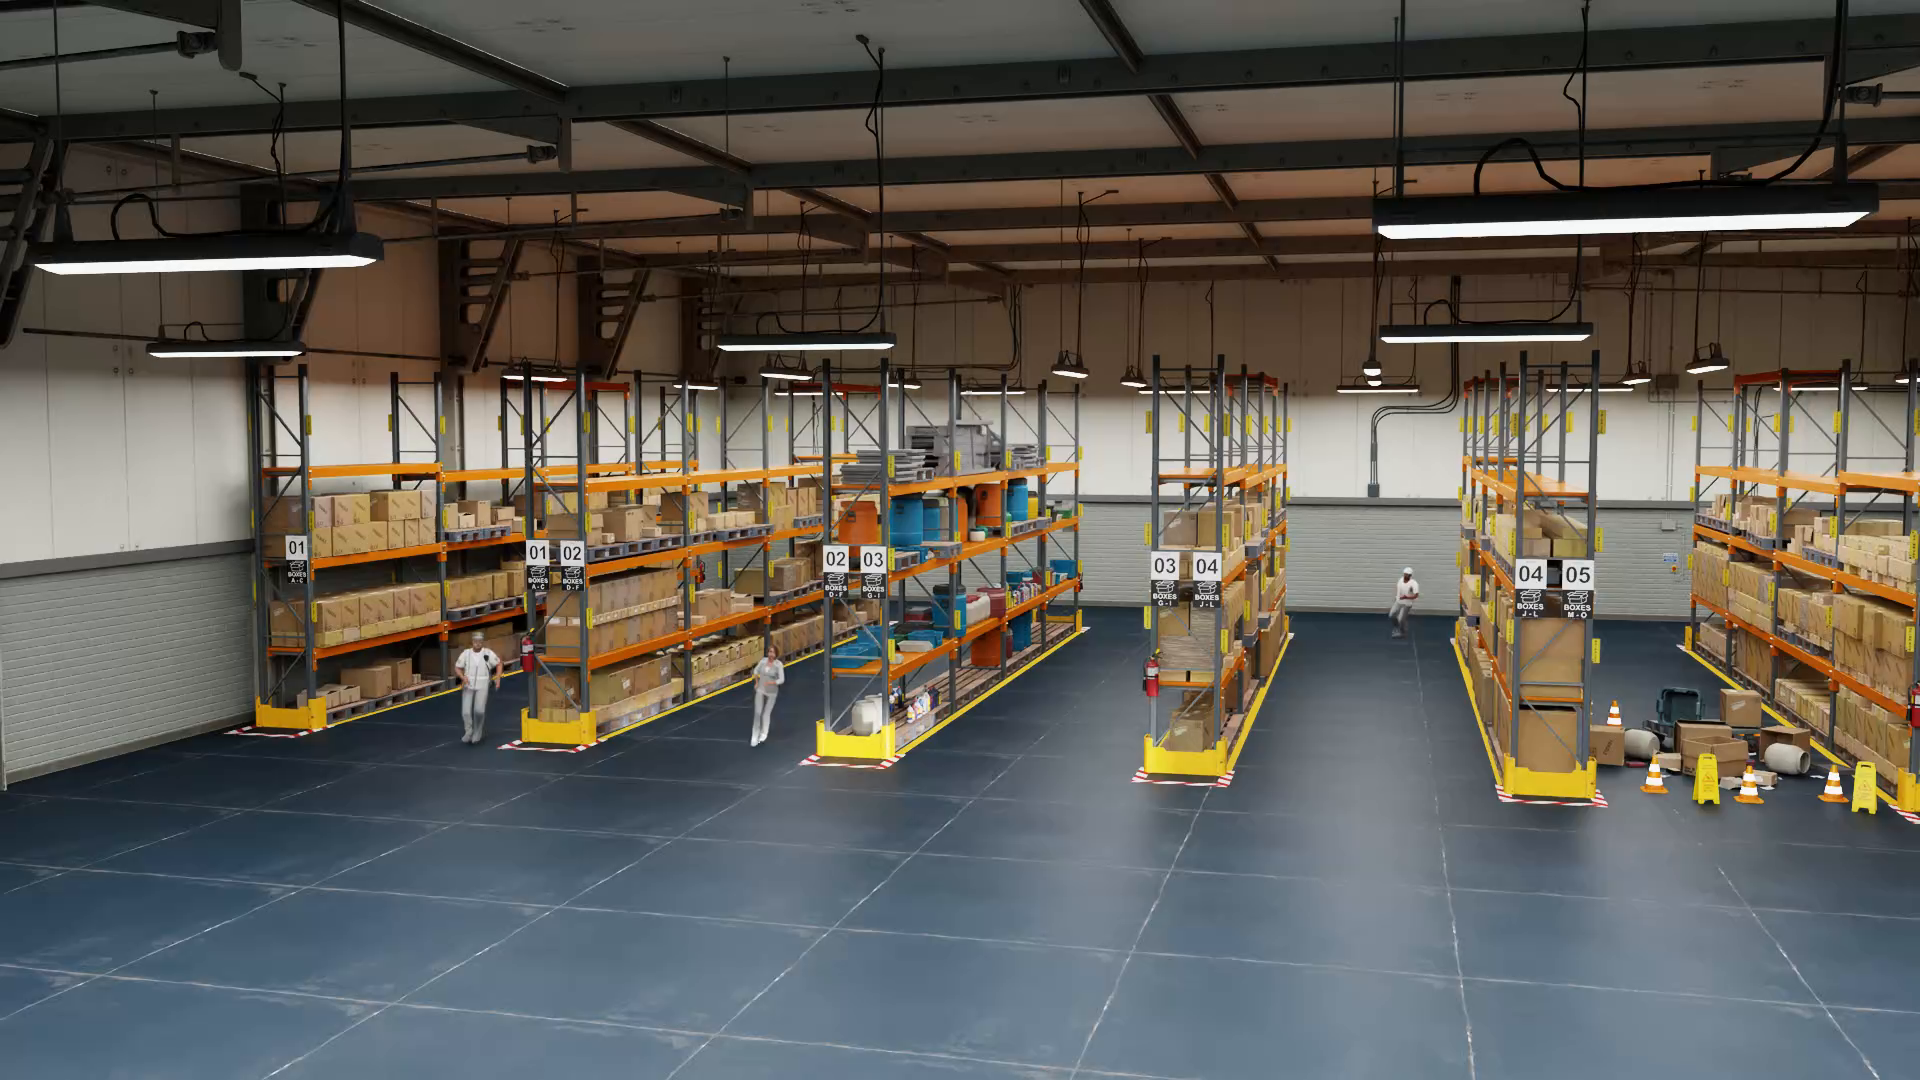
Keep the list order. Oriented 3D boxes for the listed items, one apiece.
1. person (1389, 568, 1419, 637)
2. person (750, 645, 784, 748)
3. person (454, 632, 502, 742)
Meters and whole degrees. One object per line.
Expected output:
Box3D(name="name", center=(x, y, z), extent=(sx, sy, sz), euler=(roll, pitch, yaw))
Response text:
Box3D(name="person", center=(10.390, 1.467, 38.948), extent=(0.605, 1.670, 0.792), euler=(-3, 5, -36))
Box3D(name="person", center=(-3.001, 2.427, 26.013), extent=(0.528, 1.598, 0.653), euler=(0, 4, 1))
Box3D(name="person", center=(-7.625, 2.331, 26.280), extent=(0.712, 1.768, 0.554), euler=(-1, 4, -9))
